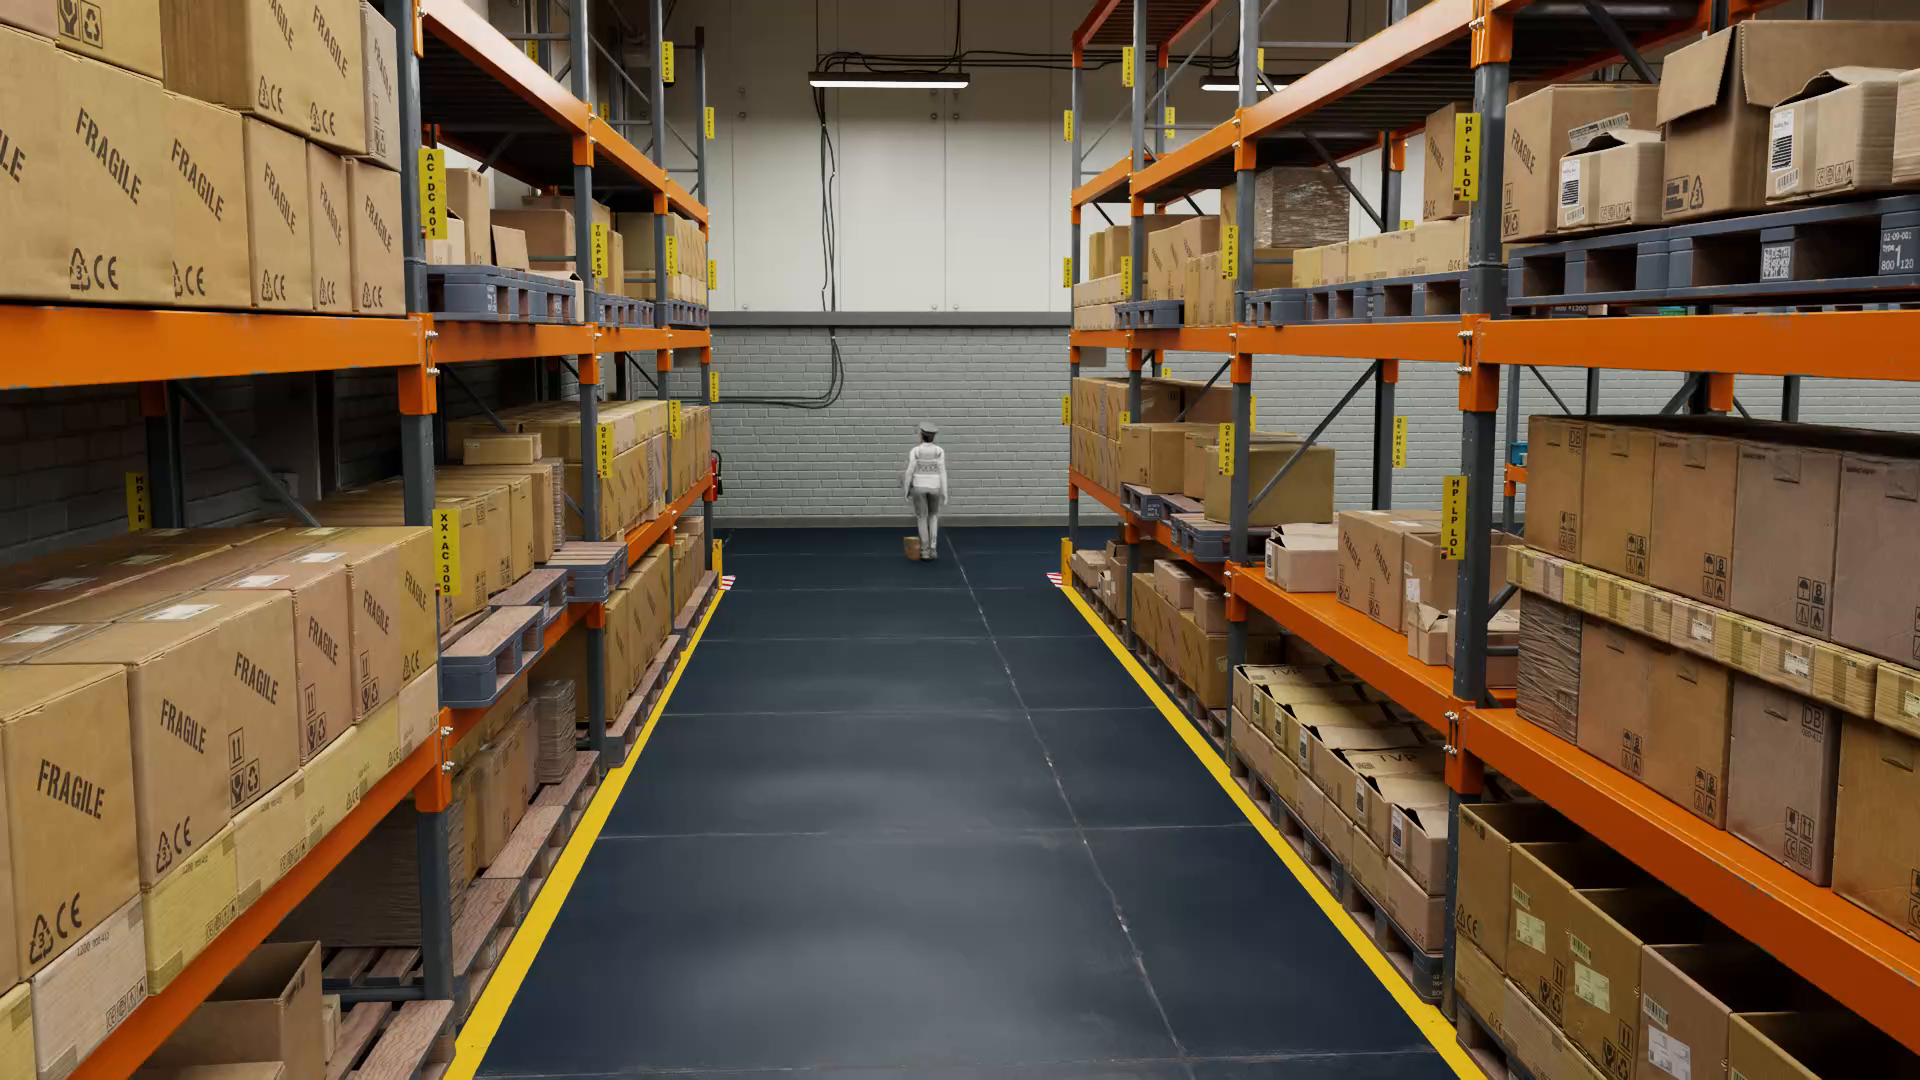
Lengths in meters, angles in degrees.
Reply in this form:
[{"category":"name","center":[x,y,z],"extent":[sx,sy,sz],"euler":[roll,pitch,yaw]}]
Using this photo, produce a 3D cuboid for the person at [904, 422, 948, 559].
[{"category":"person","center":[-0.433,-0.589,20.477],"extent":[0.512,1.733,0.472],"euler":[-2,7,-15]}]
